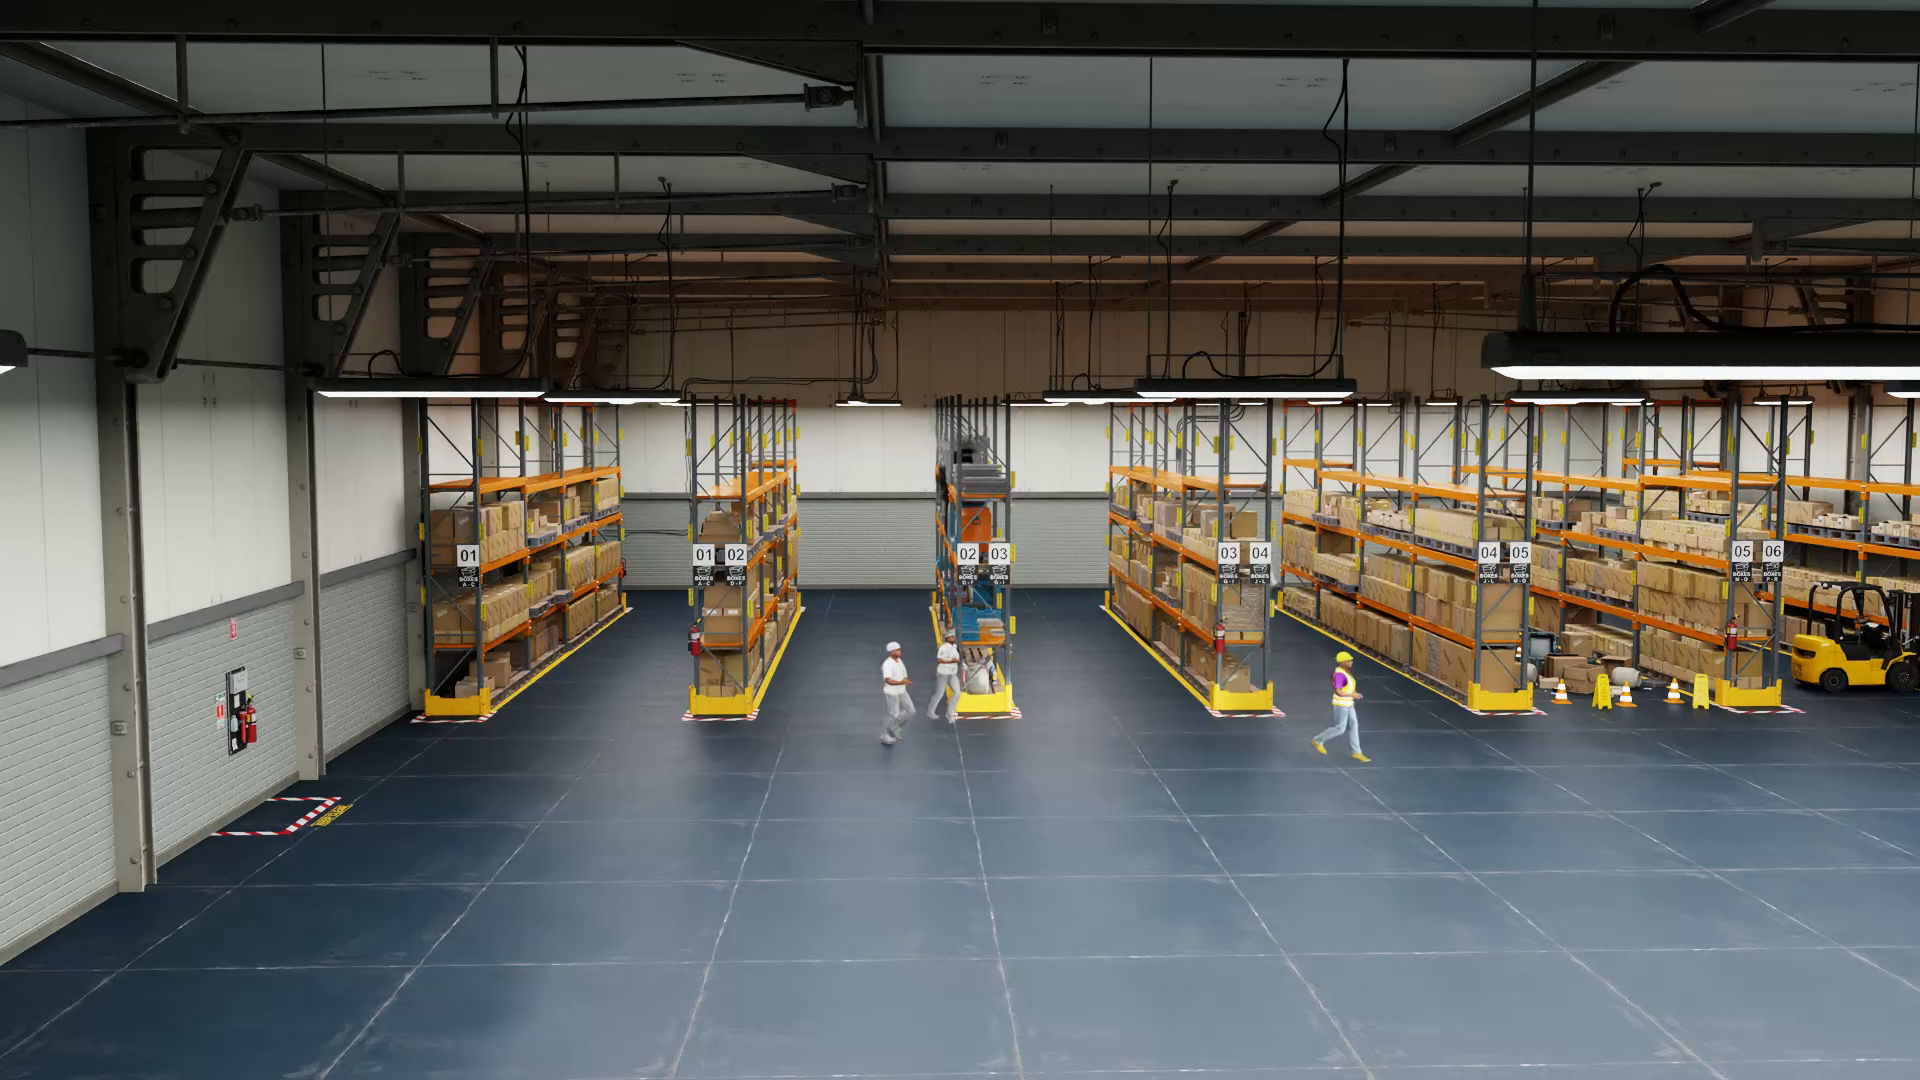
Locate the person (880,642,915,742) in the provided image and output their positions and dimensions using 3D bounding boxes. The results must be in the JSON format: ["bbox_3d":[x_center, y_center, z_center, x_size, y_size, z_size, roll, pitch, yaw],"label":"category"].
[{"bbox_3d":[-1.065,2.605,28.411,0.666,1.742,0.677,2,5,27],"label":"person"}]

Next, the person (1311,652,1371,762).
[{"bbox_3d":[6.214,2.707,27.062,0.952,1.784,0.701,2,5,25],"label":"person"}]

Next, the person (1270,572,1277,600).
[{"bbox_3d":[8.159,1.392,44.444,0.608,1.704,0.797,0,5,5],"label":"person"}]

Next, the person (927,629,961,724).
[{"bbox_3d":[-0.224,2.496,30.483,0.579,1.754,0.728,-4,6,-45],"label":"person"}]
